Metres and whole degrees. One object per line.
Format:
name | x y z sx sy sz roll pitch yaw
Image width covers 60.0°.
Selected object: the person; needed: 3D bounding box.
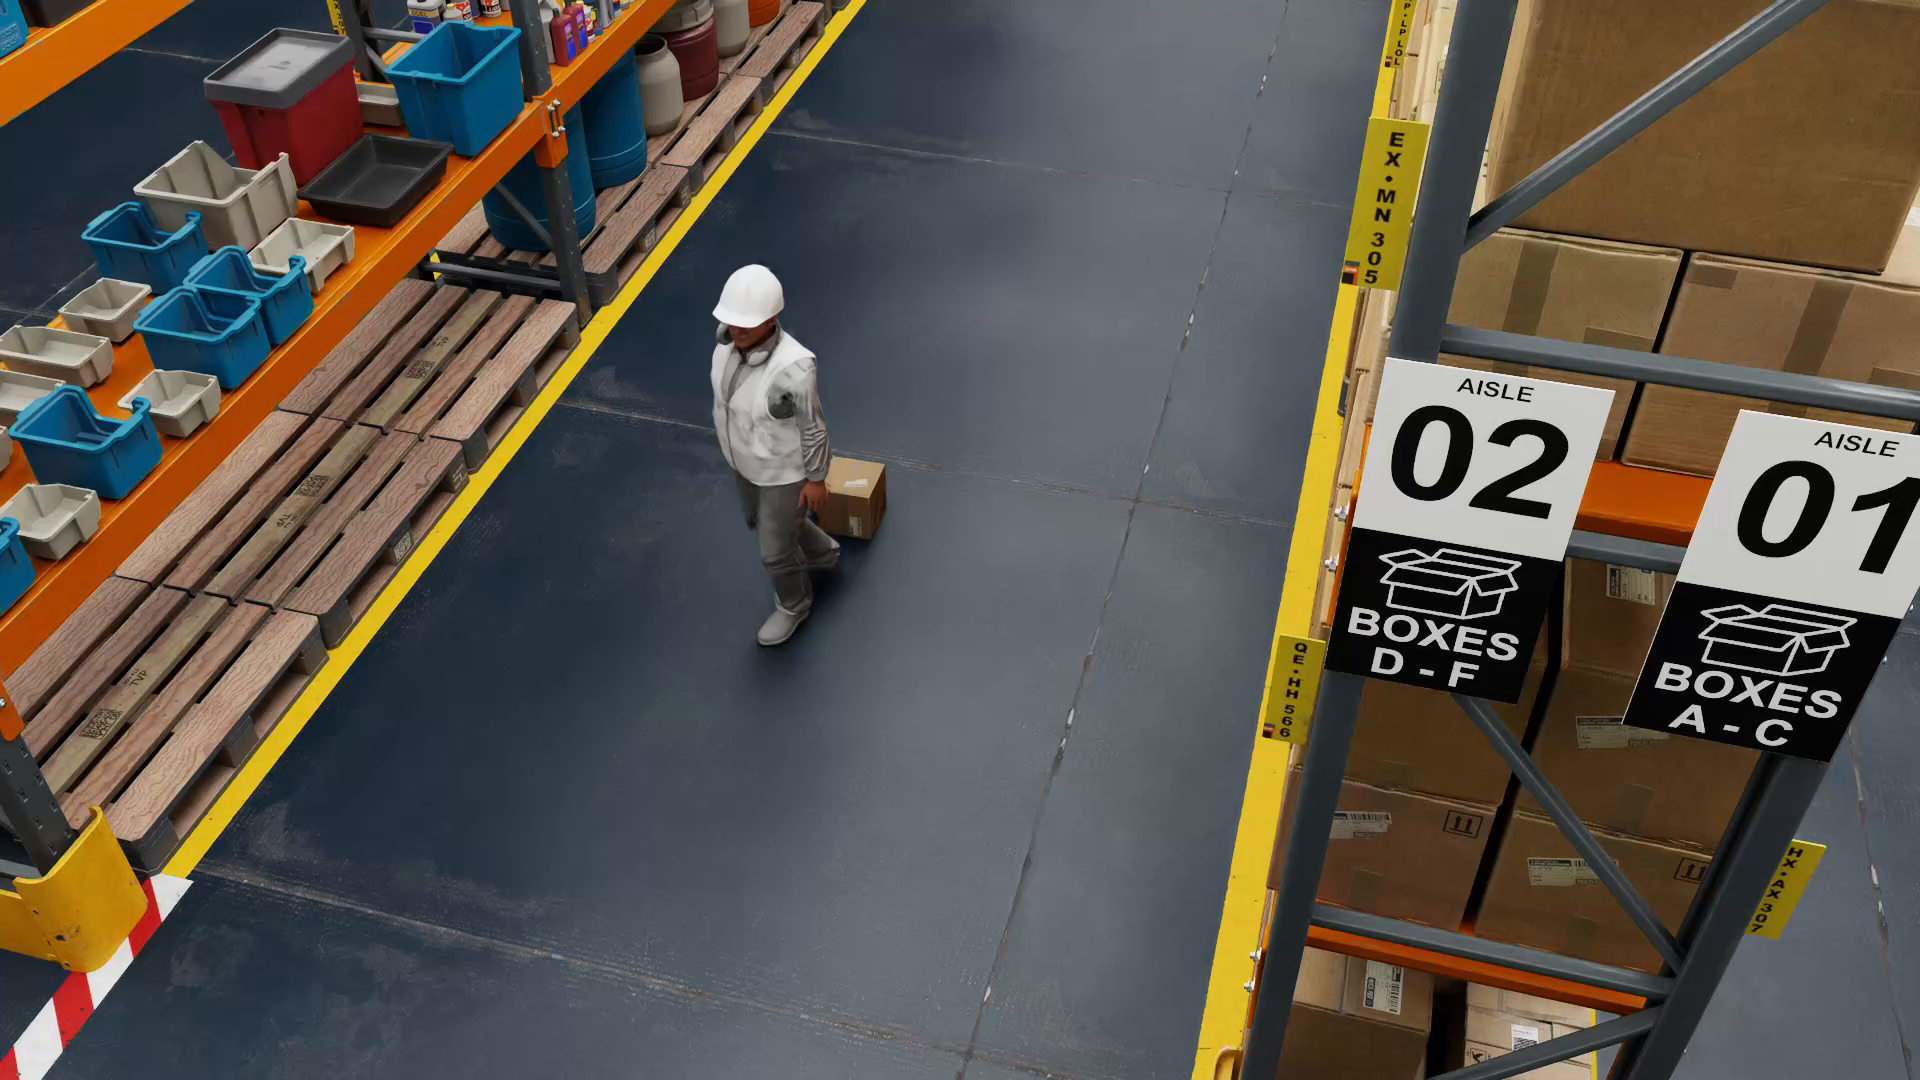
person | -0.692 -0.368 6.565 0.570 1.762 0.581 -29 49 -30
